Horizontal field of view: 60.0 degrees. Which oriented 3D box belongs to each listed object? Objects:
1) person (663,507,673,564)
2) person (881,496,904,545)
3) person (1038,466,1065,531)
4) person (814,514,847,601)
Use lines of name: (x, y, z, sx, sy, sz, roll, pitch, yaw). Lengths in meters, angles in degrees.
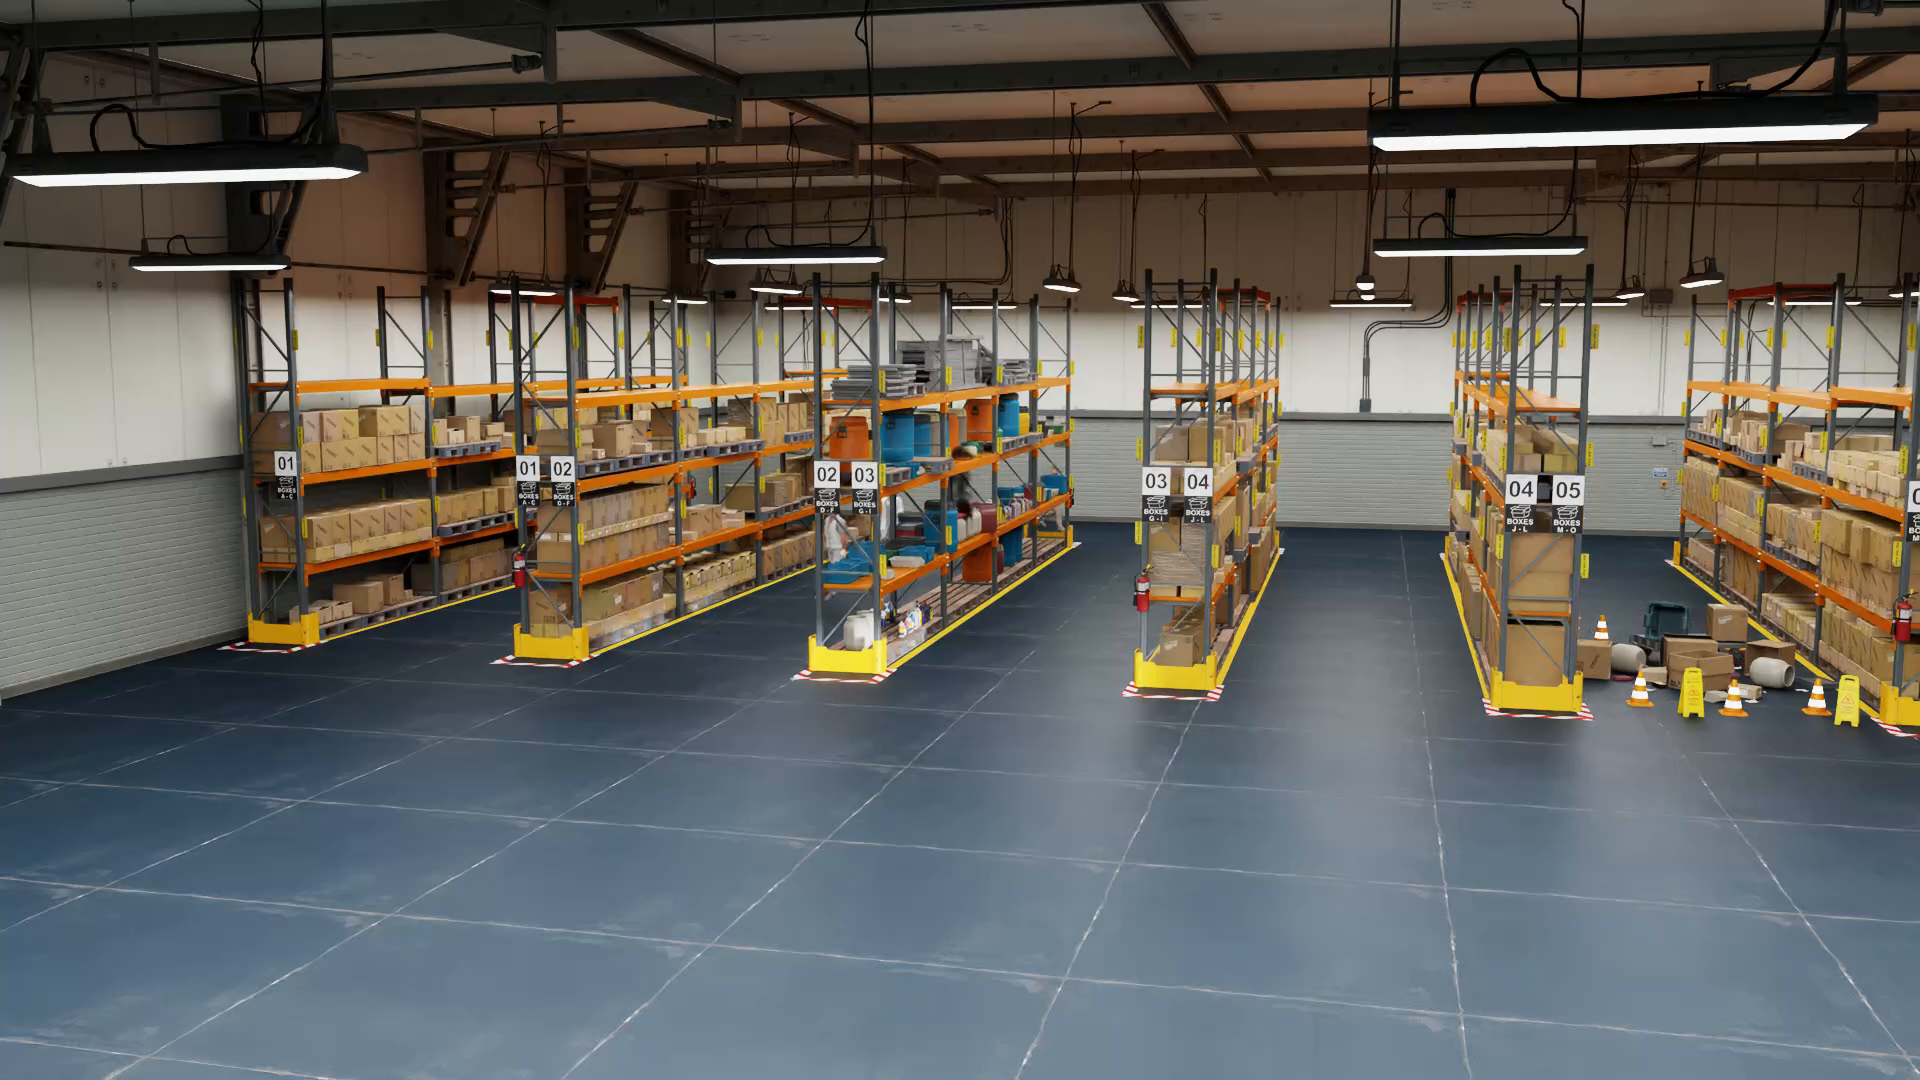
person: (-6.354, -0.104, 35.673, 0.554, 1.737, 0.813, 2, 7, 17)
person: (-1.602, -0.350, 37.360, 0.682, 1.792, 0.765, 0, 7, 3)
person: (2.458, -1.111, 43.767, 0.933, 1.708, 0.648, 3, 8, 27)
person: (-2.352, 0.178, 30.549, 0.757, 1.784, 0.750, -7, 10, -44)
